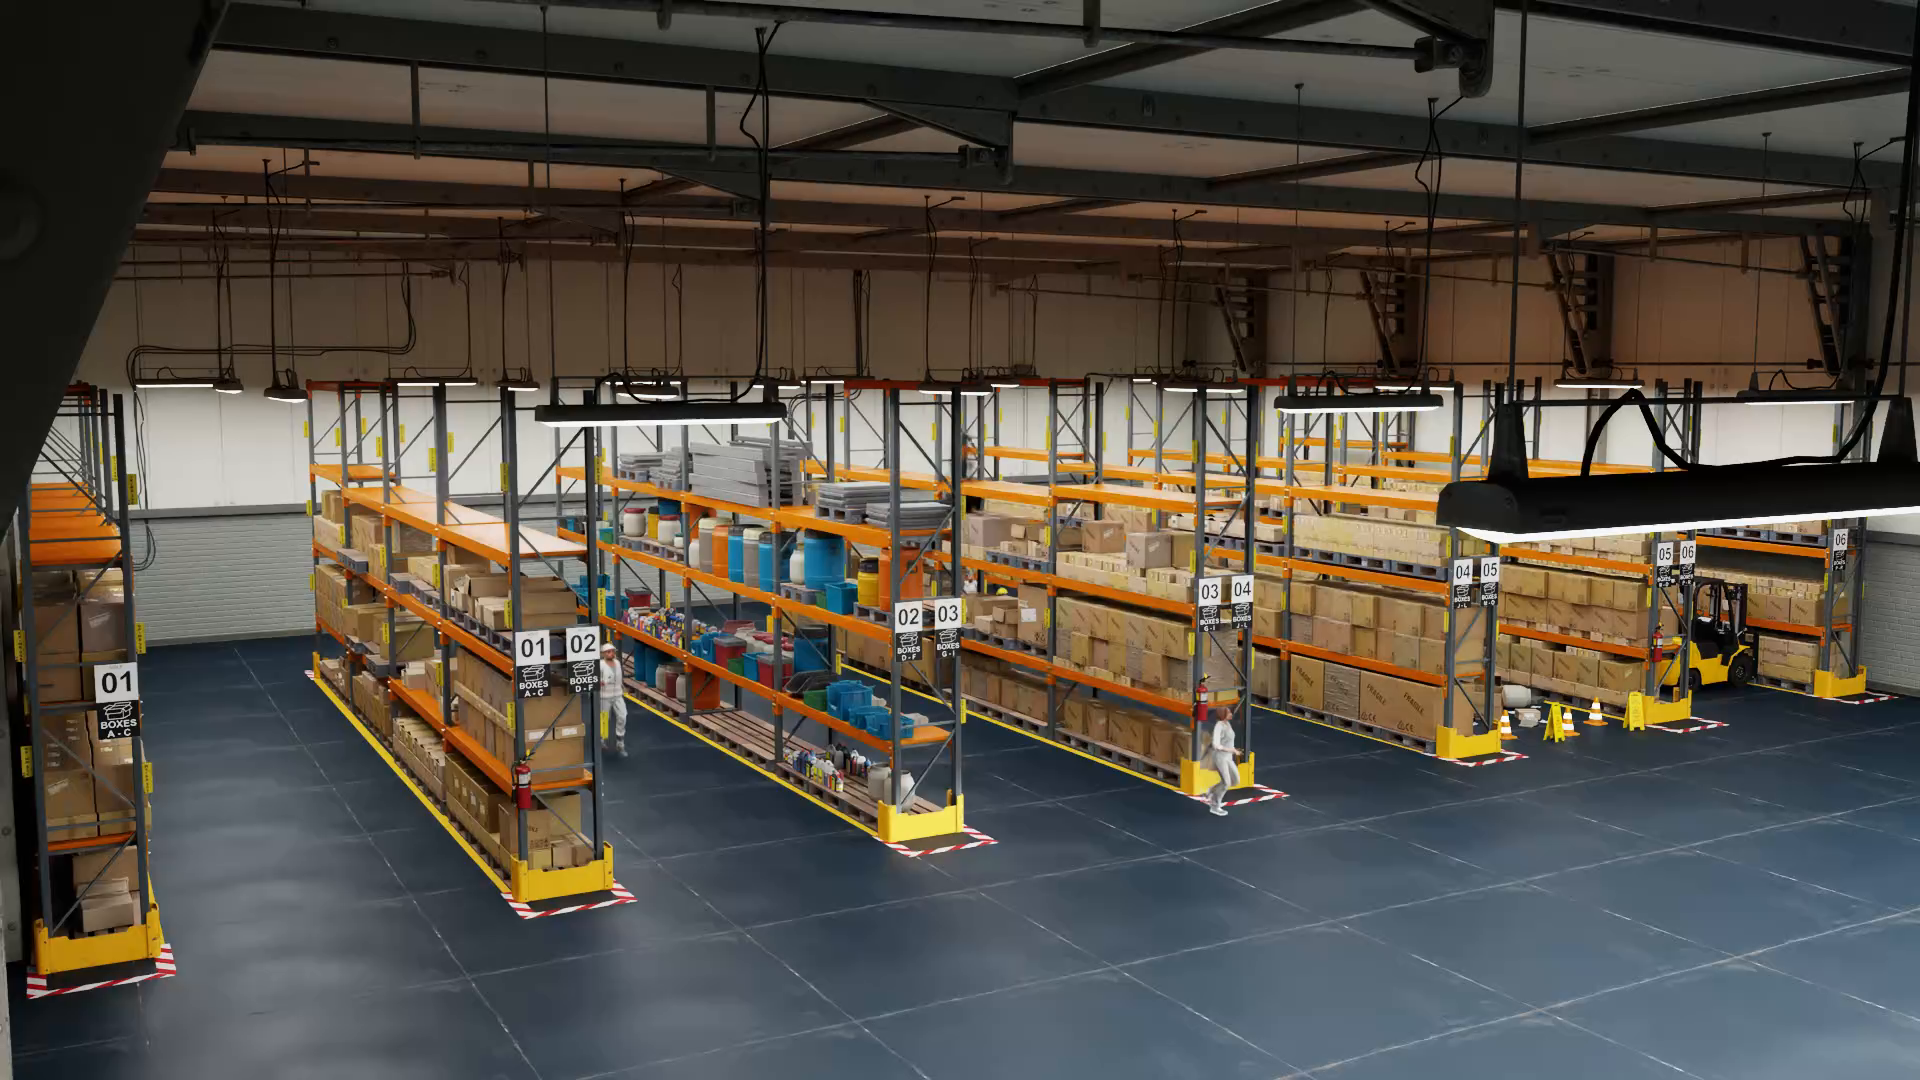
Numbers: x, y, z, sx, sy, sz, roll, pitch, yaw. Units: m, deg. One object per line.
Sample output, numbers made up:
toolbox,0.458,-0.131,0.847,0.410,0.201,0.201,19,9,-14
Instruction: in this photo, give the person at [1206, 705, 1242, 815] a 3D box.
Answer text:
person,3.707,3.080,23.310,0.542,1.554,0.542,3,7,26

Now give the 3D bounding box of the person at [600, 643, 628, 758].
person,-5.664,2.576,26.880,0.639,1.840,0.774,-5,8,-38

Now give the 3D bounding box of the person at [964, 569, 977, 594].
person,0.223,1.492,37.713,0.613,1.722,0.780,-2,6,-20

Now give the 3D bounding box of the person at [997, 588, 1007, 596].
person,0.866,1.865,33.812,0.676,1.796,0.725,-4,8,-36

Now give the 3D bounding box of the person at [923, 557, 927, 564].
person,-1.092,1.190,41.029,0.754,1.661,0.574,4,7,34
